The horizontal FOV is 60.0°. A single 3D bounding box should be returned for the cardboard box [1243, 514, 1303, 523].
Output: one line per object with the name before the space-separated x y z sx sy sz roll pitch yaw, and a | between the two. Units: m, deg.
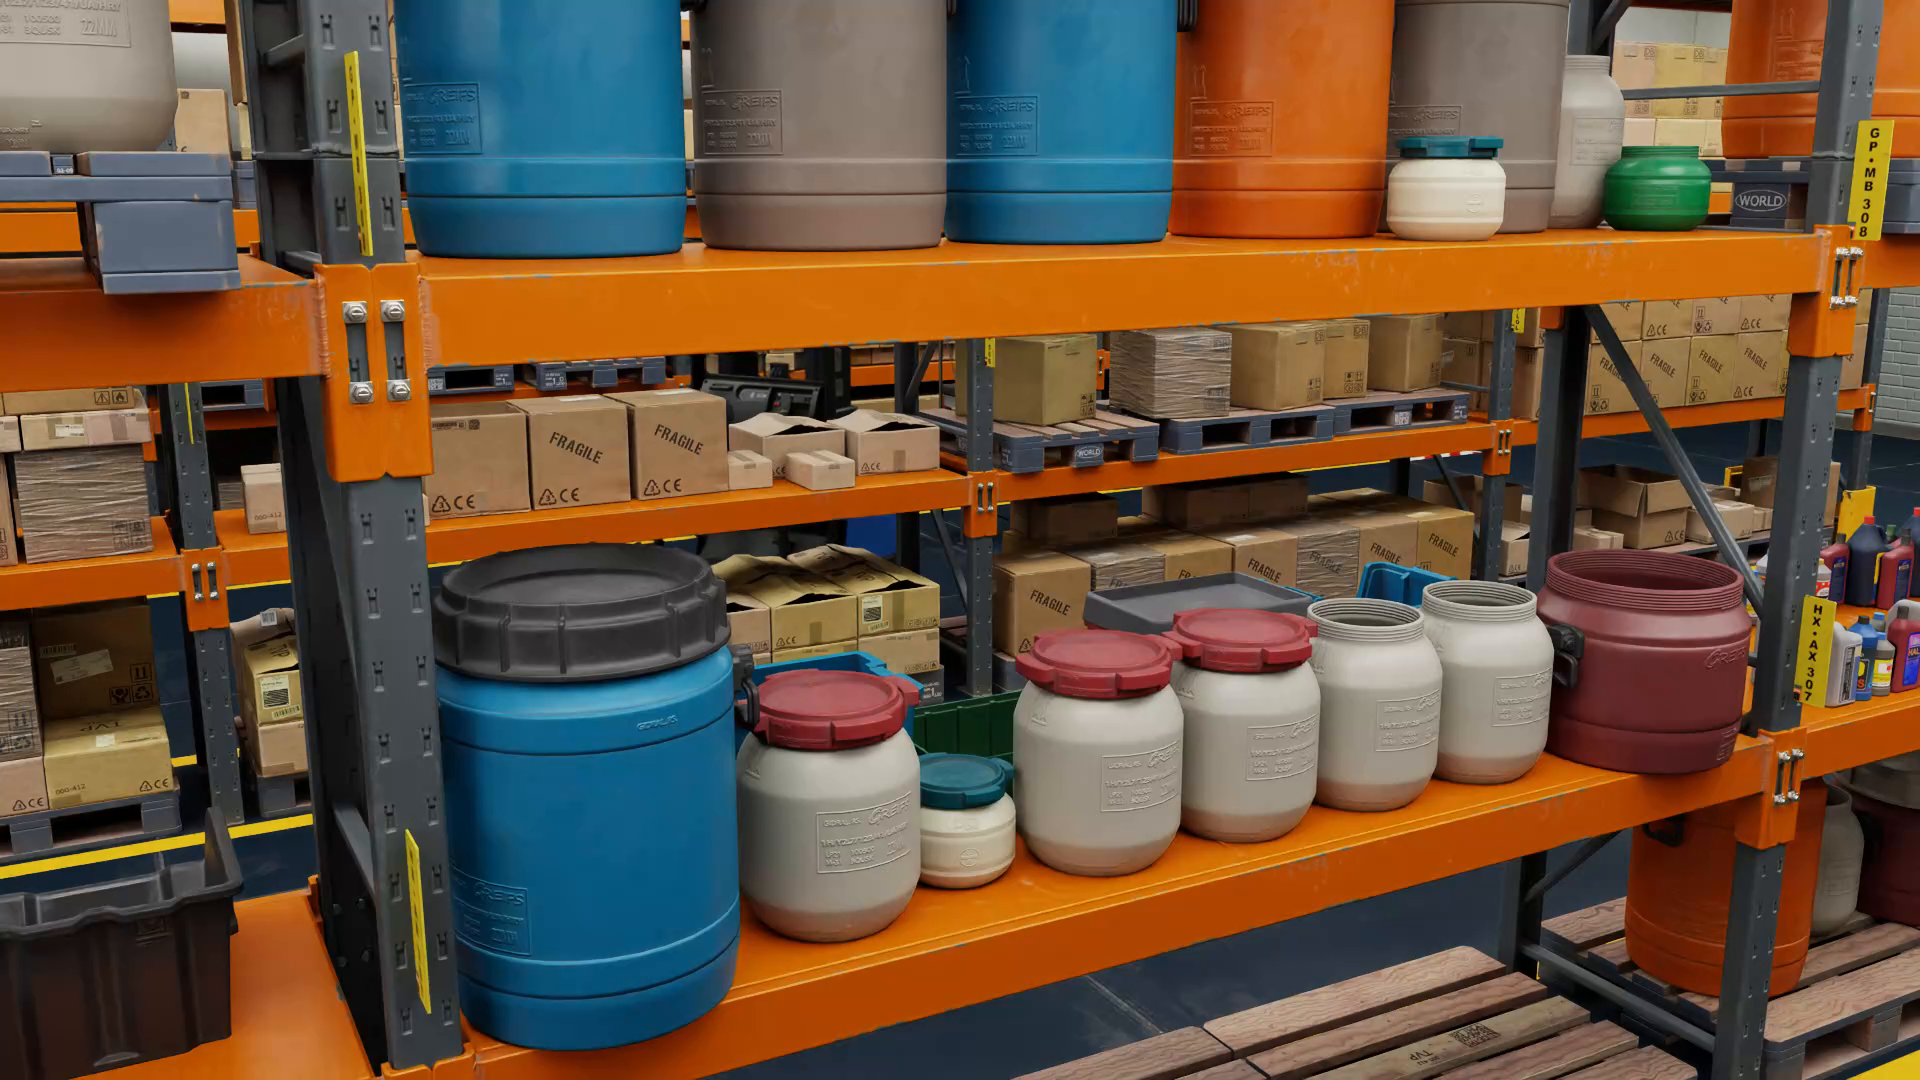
cardboard box | 1.959 0.048 11.256 0.500 0.500 0.500 -7 14 -27

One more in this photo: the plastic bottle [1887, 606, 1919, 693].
plastic bottle | 3.110 0.353 5.472 0.133 0.283 0.061 -7 14 -28

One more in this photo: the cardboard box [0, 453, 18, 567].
cardboard box | -4.462 -0.173 7.317 0.500 0.500 0.700 -7 14 -28

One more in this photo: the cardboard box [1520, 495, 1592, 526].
cardboard box | 4.428 -0.167 12.640 0.500 0.311 0.500 -7 14 -28

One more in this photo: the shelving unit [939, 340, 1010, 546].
shelving unit | 0.145 -1.042 13.456 0.503 2.100 0.431 -7 14 -28

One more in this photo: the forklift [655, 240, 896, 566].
forklift | -1.431 -0.873 10.811 1.130 2.935 3.031 7 14 27

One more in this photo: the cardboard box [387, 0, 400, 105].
cardboard box | -2.567 -2.311 7.892 0.500 0.500 0.500 -5 14 -22

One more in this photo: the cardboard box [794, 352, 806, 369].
cardboard box | -1.421 -1.568 14.269 0.250 0.149 0.380 -7 14 -28

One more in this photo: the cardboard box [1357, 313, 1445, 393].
cardboard box | 2.883 -1.317 11.446 0.700 0.500 0.500 11 17 41

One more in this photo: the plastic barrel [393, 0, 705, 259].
plastic barrel | -0.904 -1.077 3.589 0.708 0.901 0.600 -7 14 -28

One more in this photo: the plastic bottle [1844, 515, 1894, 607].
plastic bottle | 3.579 0.076 6.552 0.185 0.351 0.144 -7 14 -28

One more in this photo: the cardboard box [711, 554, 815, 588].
cardboard box | -1.163 0.269 9.611 0.500 0.311 0.500 -7 15 -29

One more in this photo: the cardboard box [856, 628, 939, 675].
cardboard box | -0.450 0.589 9.464 0.500 0.250 0.500 -6 14 -27

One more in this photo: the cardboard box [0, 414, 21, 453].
cardboard box | -4.199 -0.470 7.162 0.250 0.149 0.380 -7 15 -30

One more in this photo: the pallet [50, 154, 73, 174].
pallet | -4.352 -1.554 7.053 1.213 0.211 1.003 -7 14 -28

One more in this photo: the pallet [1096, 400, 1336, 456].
pallet | 1.600 -0.761 10.597 1.213 0.211 1.003 -7 14 -28

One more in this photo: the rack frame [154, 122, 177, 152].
rack frame | -3.616 -3.155 7.135 0.127 3.000 1.000 -7 14 -28

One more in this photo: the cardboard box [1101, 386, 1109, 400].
cardboard box | 1.512 -1.408 16.294 0.250 0.149 0.380 -7 14 -28

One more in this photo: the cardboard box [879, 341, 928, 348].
cardboard box | -0.579 -1.971 14.583 0.500 0.500 0.500 -6 14 -26

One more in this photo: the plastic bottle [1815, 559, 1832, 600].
plastic bottle | 3.326 0.173 6.461 0.097 0.201 0.097 0 13 0

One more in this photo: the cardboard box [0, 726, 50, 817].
cardboard box | -4.362 1.050 7.420 0.500 0.250 0.500 -7 14 -28

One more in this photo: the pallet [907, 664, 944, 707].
pallet | -0.846 0.790 9.618 1.213 0.211 1.003 -7 14 -28

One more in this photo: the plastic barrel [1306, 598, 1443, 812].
plastic barrel | 1.095 0.445 4.547 0.421 0.512 0.421 0 13 0

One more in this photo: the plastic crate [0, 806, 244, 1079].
plastic crate | -1.766 0.787 3.421 0.504 0.338 0.767 -7 14 -28

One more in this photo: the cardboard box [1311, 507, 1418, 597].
cardboard box | 2.672 0.092 11.059 0.500 0.500 0.500 -7 14 -28

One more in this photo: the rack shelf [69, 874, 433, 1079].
rack shelf | -3.001 1.288 2.694 4.000 0.370 1.077 -7 14 -28

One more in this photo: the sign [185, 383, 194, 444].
sign | -3.349 -0.583 7.215 0.005 0.325 0.100 -7 14 -28

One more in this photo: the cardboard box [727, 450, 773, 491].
cardboard box | -1.197 -0.382 9.046 0.250 0.149 0.380 -6 14 -24

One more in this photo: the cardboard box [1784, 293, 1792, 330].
cardboard box | 6.215 -1.875 12.602 0.500 0.500 0.500 -6 14 -26

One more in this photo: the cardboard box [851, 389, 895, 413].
cardboard box | -1.002 -0.903 14.729 0.750 0.750 0.750 -7 14 -28

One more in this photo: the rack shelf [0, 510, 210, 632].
rack shelf | -5.371 0.333 6.937 4.000 0.370 1.077 -7 14 -28

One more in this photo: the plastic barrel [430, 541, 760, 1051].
plastic barrel | -0.762 0.500 3.416 0.708 0.901 0.600 -7 14 -28

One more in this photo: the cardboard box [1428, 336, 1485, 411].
cardboard box | 3.722 -1.221 11.975 0.500 0.500 0.500 -7 14 -27

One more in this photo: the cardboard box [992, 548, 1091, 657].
cardboard box | 0.431 0.363 9.857 0.500 0.500 0.500 -6 14 -25

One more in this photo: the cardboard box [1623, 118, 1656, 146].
cardboard box | 4.390 -2.761 11.415 0.500 0.250 0.500 -7 14 -28

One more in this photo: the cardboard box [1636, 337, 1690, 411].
cardboard box | 4.872 -1.227 12.001 0.500 0.500 0.500 -7 14 -28

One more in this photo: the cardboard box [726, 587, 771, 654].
cardboard box | -1.344 0.425 8.919 0.500 0.311 0.500 -7 14 -28

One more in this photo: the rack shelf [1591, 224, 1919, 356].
rack shelf | 4.020 -1.017 6.104 4.000 0.370 1.077 -7 14 -28

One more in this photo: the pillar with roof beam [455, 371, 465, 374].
pillar with roof beam | -1.975 -3.731 9.691 0.400 9.000 9.100 -7 14 -28

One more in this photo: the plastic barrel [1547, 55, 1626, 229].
plastic barrel | 1.846 -1.239 5.195 0.421 0.512 0.421 0 13 0

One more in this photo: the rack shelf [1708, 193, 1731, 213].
rack shelf | 5.161 -2.393 12.217 4.000 0.370 1.077 -7 14 -28

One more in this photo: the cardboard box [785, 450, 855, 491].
cardboard box | -0.762 -0.379 9.034 0.250 0.149 0.380 -7 14 -28

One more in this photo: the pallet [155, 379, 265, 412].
pallet | -5.252 -1.142 12.287 1.213 0.211 1.003 -7 14 -28

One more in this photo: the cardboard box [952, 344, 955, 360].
cardboard box | -0.041 -1.720 14.946 0.250 0.149 0.380 -7 14 -28

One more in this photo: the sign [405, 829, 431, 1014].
sign | -0.992 0.698 3.043 0.005 0.325 0.100 -7 14 -28

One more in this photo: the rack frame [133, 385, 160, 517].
rack frame | -5.993 -1.183 12.033 0.127 3.000 1.000 -7 14 -28

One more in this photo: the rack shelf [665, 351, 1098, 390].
rack shelf | -0.726 -1.463 14.917 4.000 0.370 1.077 -7 14 -28

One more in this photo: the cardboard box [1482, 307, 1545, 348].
cardboard box | 3.954 -1.602 11.391 0.500 0.500 0.500 -6 14 -26

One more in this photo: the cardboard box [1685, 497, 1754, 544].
cardboard box | 5.709 -0.165 12.773 0.500 0.250 0.500 -7 14 -28

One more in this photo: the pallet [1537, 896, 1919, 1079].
pallet | 2.937 1.575 6.130 1.213 0.211 1.003 -7 14 -28
